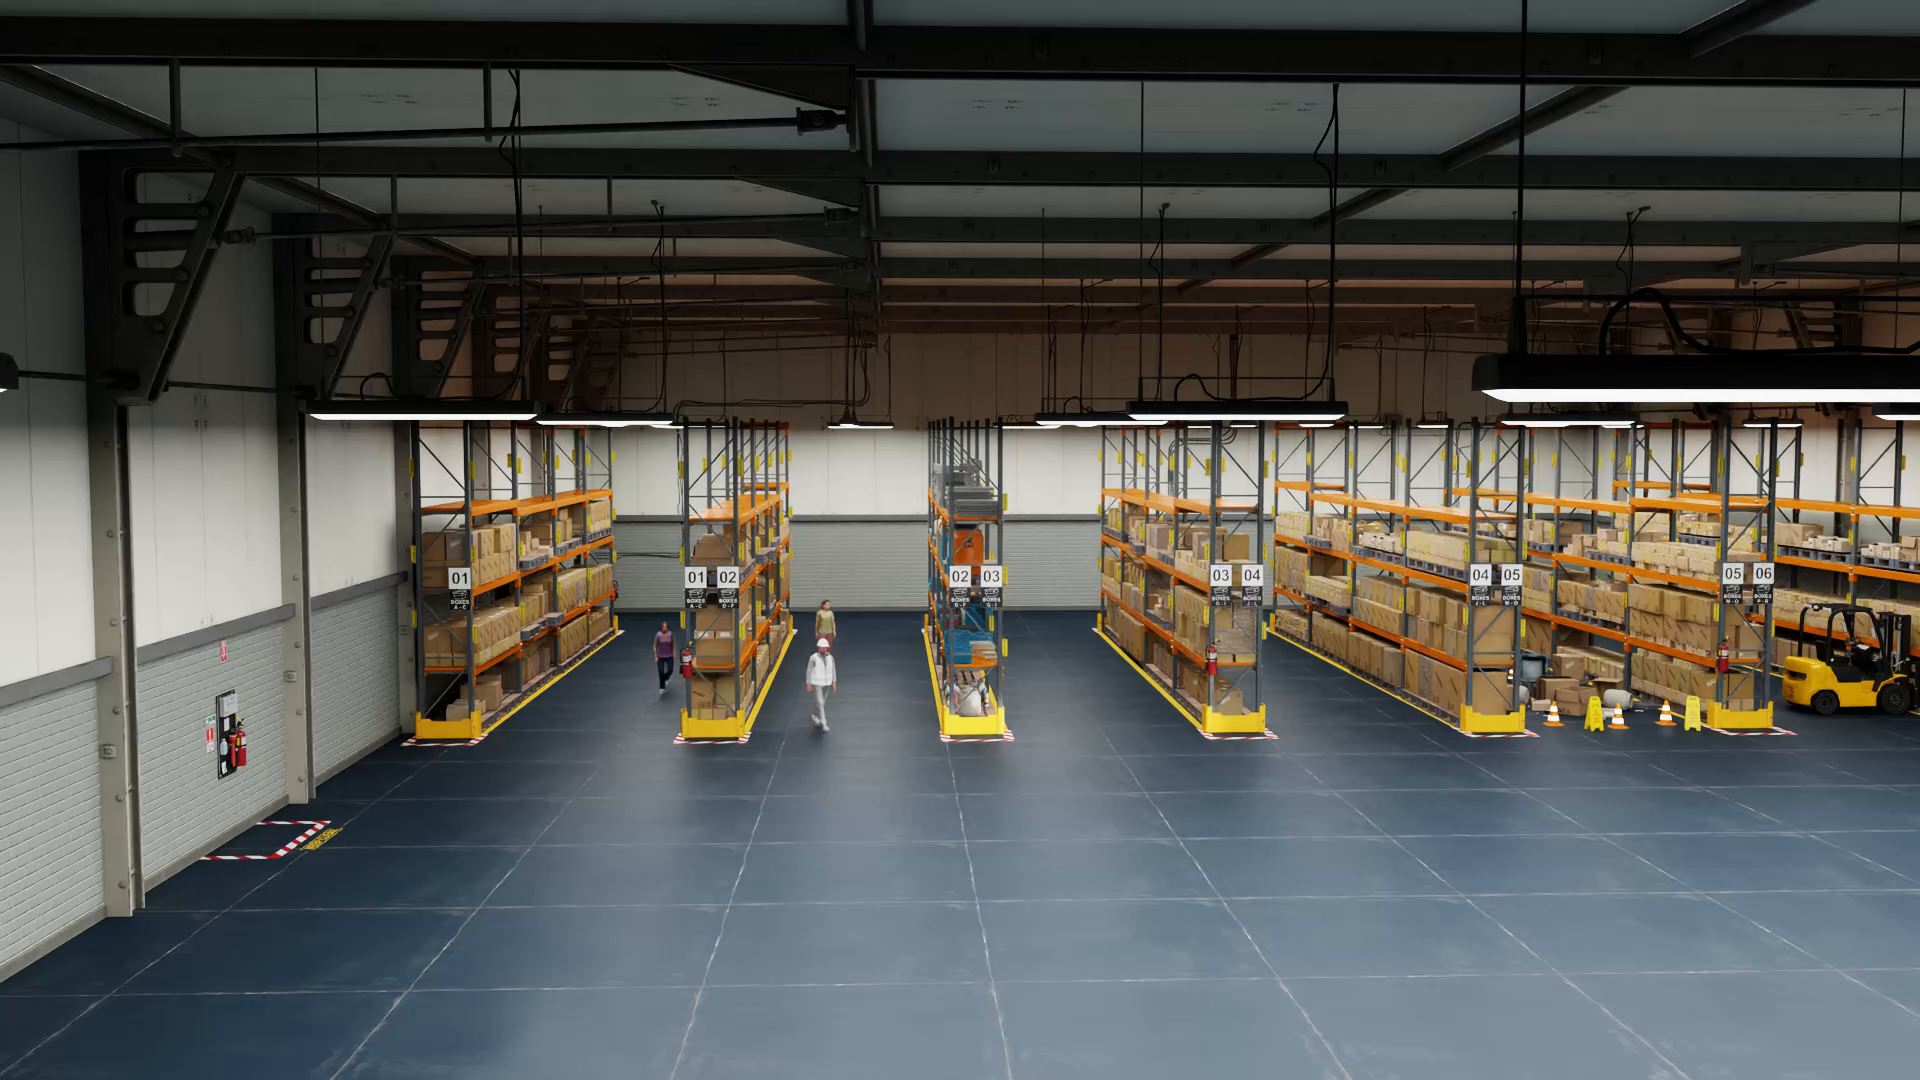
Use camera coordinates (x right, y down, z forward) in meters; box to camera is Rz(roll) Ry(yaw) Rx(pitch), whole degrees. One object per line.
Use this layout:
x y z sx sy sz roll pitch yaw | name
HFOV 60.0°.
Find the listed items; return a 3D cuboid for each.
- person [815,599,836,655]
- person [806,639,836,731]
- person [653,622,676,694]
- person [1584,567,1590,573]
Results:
-3.192 2.286 40.059 0.466 1.687 0.690 -2 4 -25 | person
-2.635 2.752 31.914 0.558 1.715 0.986 -3 5 -39 | person
-6.480 2.566 36.509 0.503 1.581 0.487 -1 4 -11 | person
18.722 1.634 49.547 0.561 1.673 0.469 0 4 -6 | person
